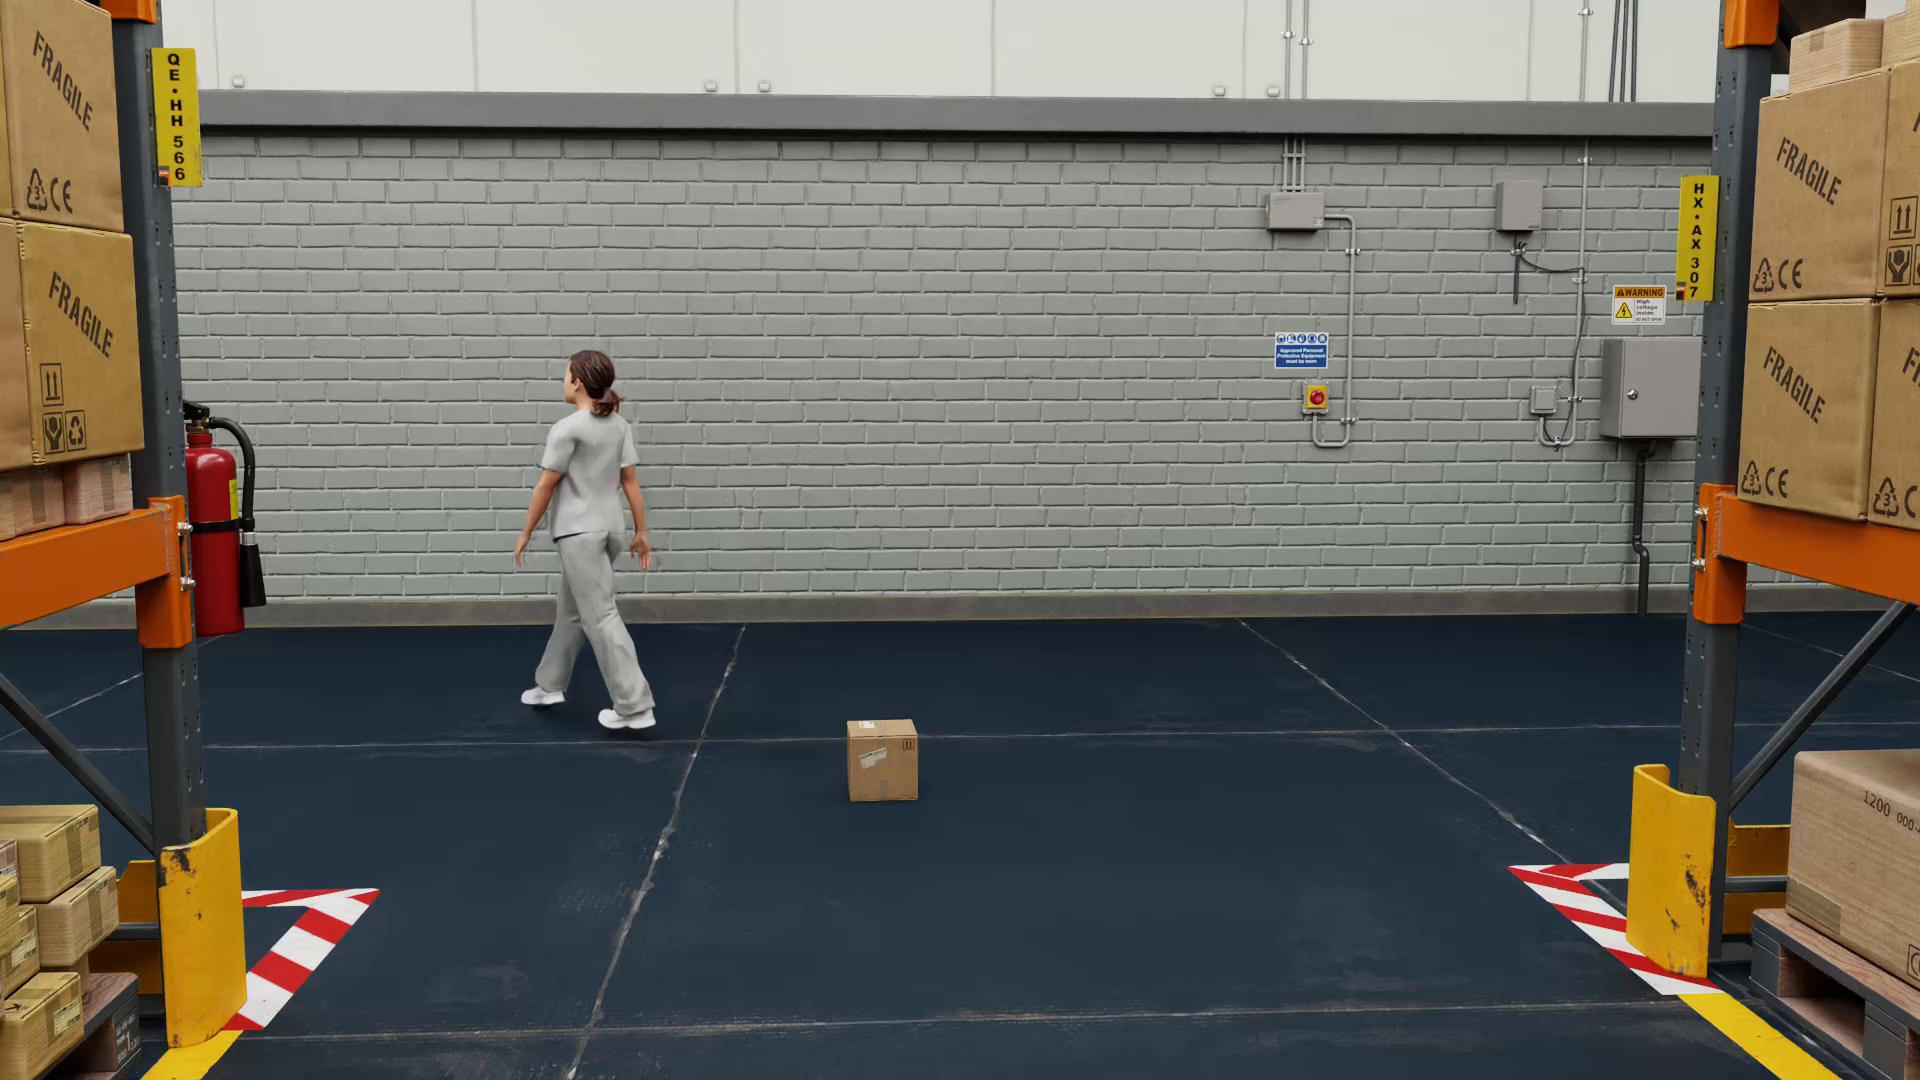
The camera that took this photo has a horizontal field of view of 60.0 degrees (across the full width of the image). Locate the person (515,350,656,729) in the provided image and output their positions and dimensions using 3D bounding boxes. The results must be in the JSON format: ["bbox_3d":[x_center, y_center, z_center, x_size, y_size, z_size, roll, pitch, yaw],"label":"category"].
[{"bbox_3d":[-1.695,-0.015,7.279,0.945,1.625,0.480,4,8,28],"label":"person"}]
